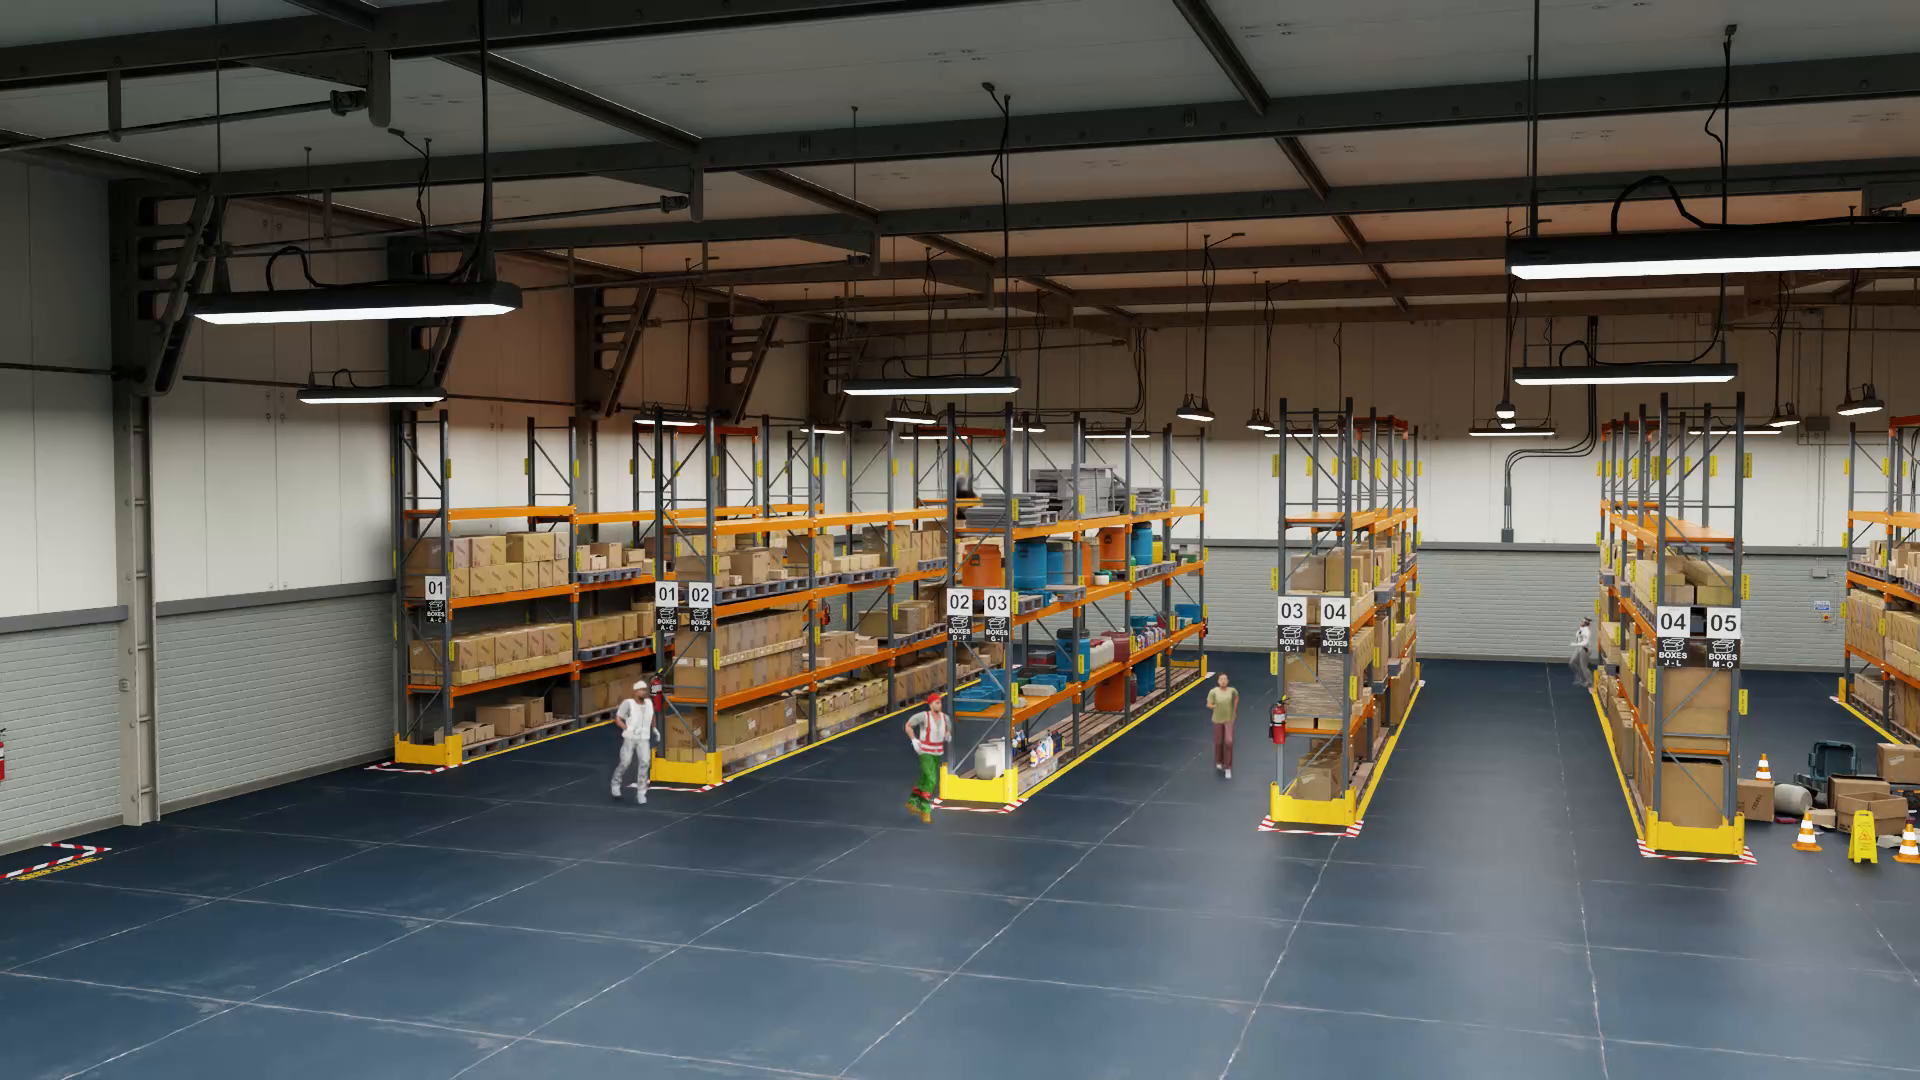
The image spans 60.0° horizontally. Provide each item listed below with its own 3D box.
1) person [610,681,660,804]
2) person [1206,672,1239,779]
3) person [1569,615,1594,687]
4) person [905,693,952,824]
[{"bbox_3d":[-4.837,3.021,25.102,0.746,1.777,0.866,-2,3,-34],"label":"person"},{"bbox_3d":[4.291,2.998,27.185,0.524,1.713,0.804,0,2,9],"label":"person"},{"bbox_3d":[14.234,2.553,37.989,0.614,1.688,0.603,0,2,-4],"label":"person"},{"bbox_3d":[-0.415,3.101,23.826,0.644,1.841,0.760,-2,3,-40],"label":"person"}]
